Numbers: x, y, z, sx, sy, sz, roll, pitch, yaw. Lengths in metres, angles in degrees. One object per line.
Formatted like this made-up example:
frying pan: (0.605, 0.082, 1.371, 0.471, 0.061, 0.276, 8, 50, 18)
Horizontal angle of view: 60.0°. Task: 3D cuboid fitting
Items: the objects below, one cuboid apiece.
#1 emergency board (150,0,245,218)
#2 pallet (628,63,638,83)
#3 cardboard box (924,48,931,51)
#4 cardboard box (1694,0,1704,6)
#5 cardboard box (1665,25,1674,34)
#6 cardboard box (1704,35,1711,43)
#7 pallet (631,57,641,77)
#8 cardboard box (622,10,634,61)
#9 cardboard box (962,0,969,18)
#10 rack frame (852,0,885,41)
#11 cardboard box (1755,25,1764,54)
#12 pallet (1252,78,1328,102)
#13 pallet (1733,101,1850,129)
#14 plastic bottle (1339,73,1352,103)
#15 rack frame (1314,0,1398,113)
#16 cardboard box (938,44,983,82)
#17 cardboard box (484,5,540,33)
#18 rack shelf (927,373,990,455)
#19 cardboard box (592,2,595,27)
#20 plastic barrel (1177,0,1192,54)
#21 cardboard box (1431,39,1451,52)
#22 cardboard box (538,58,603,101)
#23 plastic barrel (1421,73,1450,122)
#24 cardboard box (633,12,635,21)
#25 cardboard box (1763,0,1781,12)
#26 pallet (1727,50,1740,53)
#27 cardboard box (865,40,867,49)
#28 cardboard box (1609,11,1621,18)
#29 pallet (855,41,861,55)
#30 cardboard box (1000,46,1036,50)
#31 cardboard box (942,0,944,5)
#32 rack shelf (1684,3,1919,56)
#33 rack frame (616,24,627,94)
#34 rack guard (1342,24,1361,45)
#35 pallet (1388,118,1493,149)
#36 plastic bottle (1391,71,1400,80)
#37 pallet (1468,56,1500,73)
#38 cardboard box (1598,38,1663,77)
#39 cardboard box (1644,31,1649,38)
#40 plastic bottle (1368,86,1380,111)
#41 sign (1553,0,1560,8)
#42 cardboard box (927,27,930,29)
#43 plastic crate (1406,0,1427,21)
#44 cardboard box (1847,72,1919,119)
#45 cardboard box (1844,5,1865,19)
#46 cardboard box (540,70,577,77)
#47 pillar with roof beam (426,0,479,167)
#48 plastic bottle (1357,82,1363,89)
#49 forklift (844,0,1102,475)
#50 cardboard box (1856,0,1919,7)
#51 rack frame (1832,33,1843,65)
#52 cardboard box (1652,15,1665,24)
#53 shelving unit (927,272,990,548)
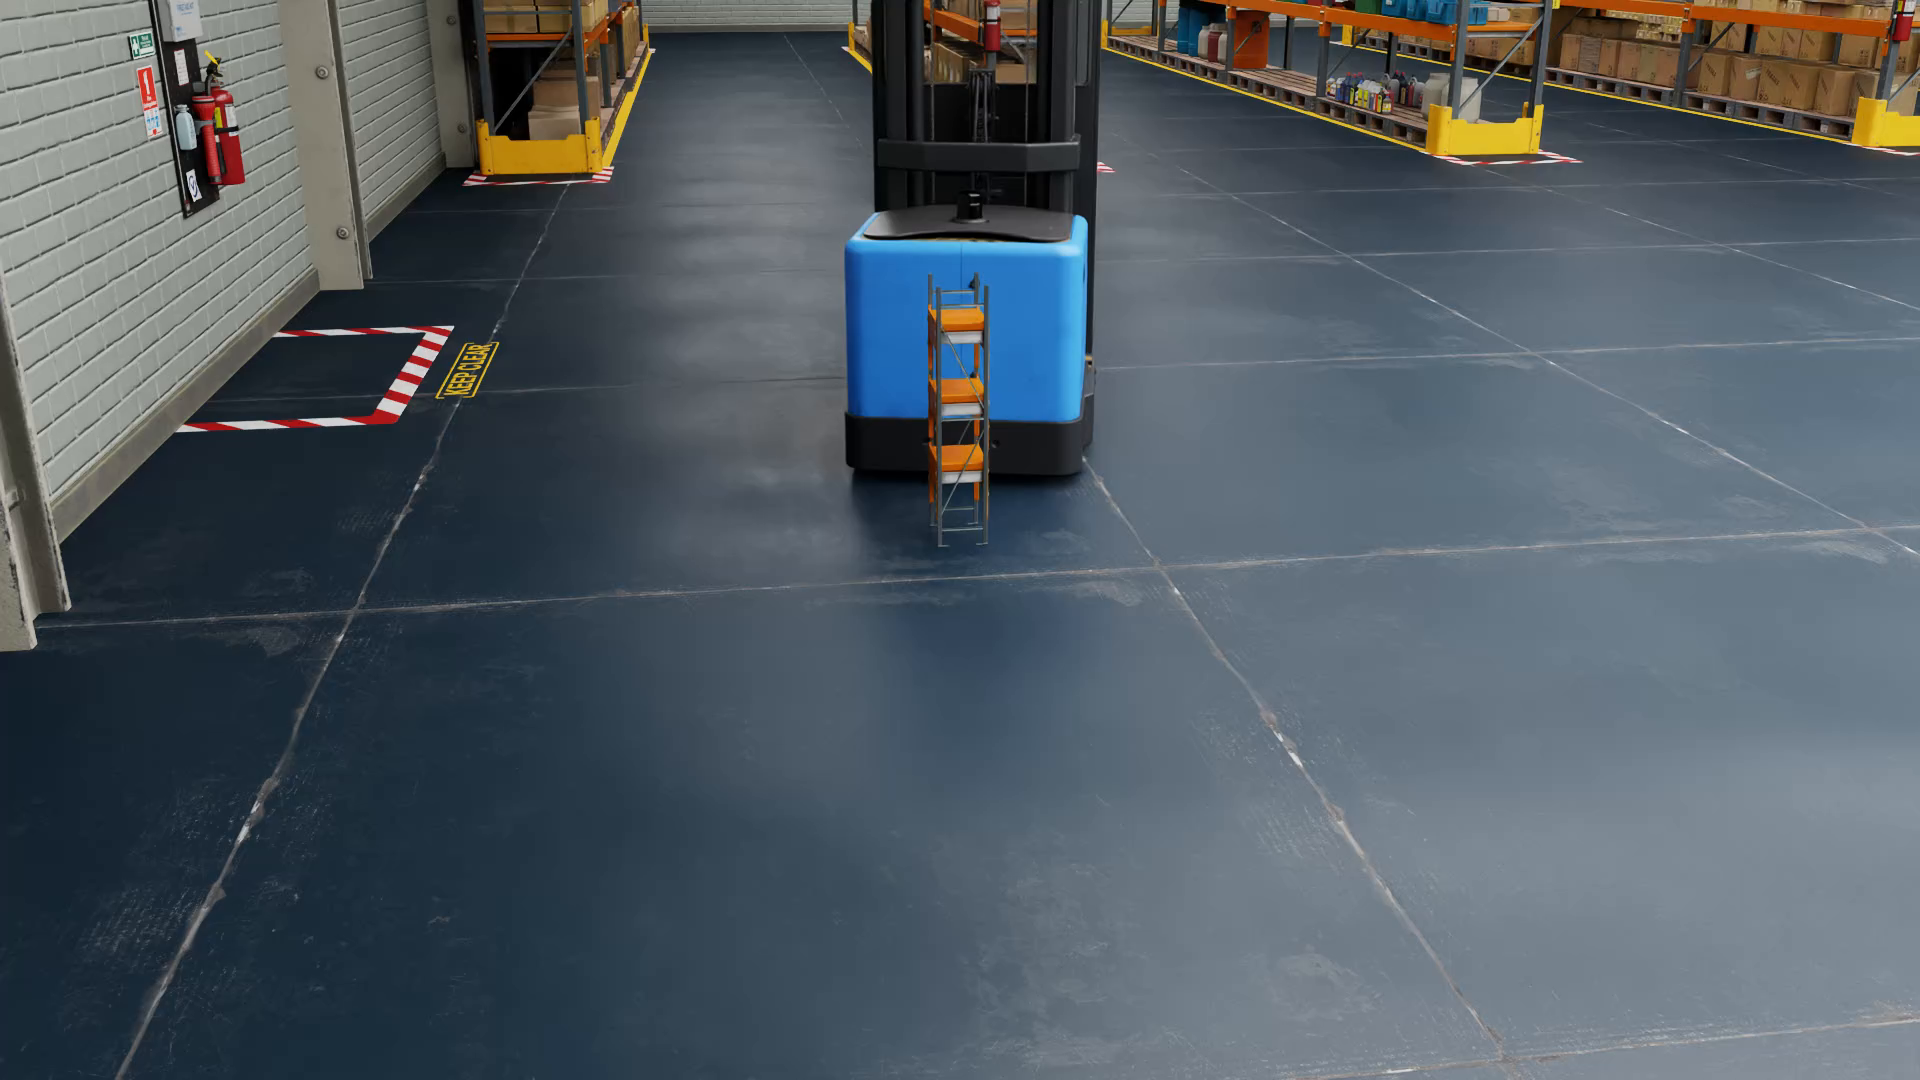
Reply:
emergency board: (-3.915, -2.310, 8.614, 0.194, 1.169, 0.643, -3, 21, -8)
pallet: (-5.507, -7.208, 25.713, 1.003, 0.211, 1.213, -3, 21, -8)
cardboard box: (-0.310, -6.332, 21.911, 0.500, 0.311, 0.500, -3, 21, -8)
cardboard box: (9.720, -6.973, 21.458, 0.380, 0.149, 0.250, -3, 21, -8)
cardboard box: (13.289, -9.444, 30.764, 0.380, 0.149, 0.250, -4, 21, -10)
cardboard box: (13.983, -9.261, 30.699, 0.380, 0.149, 0.250, -2, 21, -6)
pallet: (-5.686, -7.631, 26.846, 1.003, 0.211, 1.213, -3, 21, -8)
cardboard box: (-5.518, -7.864, 25.958, 0.750, 0.750, 0.750, -2, 21, -6)
cardboard box: (0.404, -6.219, 18.938, 0.700, 0.500, 0.500, -3, 21, -7)
rack frame: (-1.547, -10.837, 31.444, 1.000, 3.000, 0.127, -3, 21, -8)
cardboard box: (13.767, -8.558, 28.315, 0.500, 0.500, 0.500, -3, 21, -7)
pallet: (4.754, -6.318, 23.329, 1.003, 0.211, 1.213, -3, 21, -8)
pallet: (10.297, -5.220, 20.391, 1.003, 0.211, 1.213, -3, 21, -8)
plastic bottle: (4.791, -5.595, 20.568, 0.144, 0.351, 0.185, -2, 21, -6)
rack frame: (5.085, -6.931, 20.985, 1.000, 3.000, 0.127, -3, 21, -8)
cardboard box: (0.020, -5.593, 19.662, 0.500, 0.500, 0.500, -3, 21, -8)
cardboard box: (-4.401, -5.137, 16.369, 0.500, 0.250, 0.500, -3, 21, -7)
rack shelf: (-0.008, -0.500, 6.586, 0.215, 0.259, 0.240, -3, 21, -8)
cardboard box: (-3.987, -5.349, 16.937, 0.500, 0.250, 0.500, -4, 21, -9)
plastic barrel: (3.994, -8.725, 28.189, 0.600, 0.901, 0.708, -3, 21, -8)
cardboard box: (8.945, -8.931, 28.778, 1.225, 0.875, 0.875, -3, 21, -8)
cardboard box: (-4.841, -5.720, 20.688, 0.700, 0.500, 0.500, -2, 21, -6)
plastic barrel: (5.419, -4.975, 18.704, 0.421, 0.512, 0.421, 0, 20, 0)
cardboard box: (-5.747, -8.922, 28.363, 0.380, 0.149, 0.250, -2, 21, -6)
cardboard box: (9.949, -6.455, 20.070, 0.380, 0.149, 0.250, -3, 21, -8)
pallet: (13.870, -8.590, 29.413, 1.003, 0.211, 1.213, -3, 21, -8)
cardboard box: (-1.446, -8.632, 28.987, 0.380, 0.149, 0.250, -3, 21, -8)
cardboard box: (12.987, -10.309, 32.654, 0.380, 0.149, 0.250, -3, 21, -8)
pallet: (-1.420, -9.228, 31.123, 1.003, 0.211, 1.213, -3, 21, -8)
cardboard box: (0.603, -5.446, 19.268, 0.500, 0.500, 0.500, -3, 21, -8)
cardboard box: (-0.125, -6.914, 21.134, 0.396, 0.266, 0.258, -3, 21, -9)
rack shelf: (10.275, -6.151, 19.926, 1.077, 0.370, 4.000, -3, 21, -8)
rack frame: (-5.295, -7.816, 23.356, 1.000, 3.000, 0.127, -3, 21, -8)
rack guard: (8.253, -10.173, 33.238, 1.175, 0.500, 0.348, -3, 21, -8)
pallet: (5.492, -4.545, 18.583, 1.003, 0.211, 1.213, -3, 21, -8)
plastic bottle: (5.463, -5.687, 20.814, 0.144, 0.351, 0.185, -3, 21, -9)
pallet: (9.198, -7.957, 27.720, 1.003, 0.211, 1.213, -3, 21, -8)
cardboard box: (9.707, -6.982, 24.067, 0.700, 0.500, 0.500, -1, 21, -3)
cardboard box: (13.242, -9.597, 31.600, 0.380, 0.149, 0.250, -3, 21, -7)
plastic bottle: (4.934, -5.226, 19.686, 0.152, 0.276, 0.135, -3, 21, -9)
sign: (6.207, -5.702, 17.299, 0.100, 0.325, 0.005, -3, 21, -8)
cardboard box: (-0.481, -7.985, 26.753, 0.500, 0.500, 0.500, -3, 21, -7)
plastic crate: (5.206, -5.859, 18.330, 0.499, 0.251, 0.408, -3, 21, -8)
cardboard box: (10.490, -5.038, 18.891, 0.500, 0.500, 0.500, 1, 20, 2)
cardboard box: (10.195, -5.937, 18.683, 0.380, 0.149, 0.250, -3, 21, -8)
cardboard box: (-4.529, -5.109, 19.051, 0.500, 0.500, 0.500, -4, 21, -12)
pillar with roof beam: (-0.839, -8.272, 16.003, 9.100, 9.000, 0.400, -3, 21, -8)
plastic bottle: (4.876, -5.444, 20.275, 0.097, 0.271, 0.097, 0, 20, 0)
forklift: (0.148, -2.128, 8.226, 1.130, 2.935, 3.031, 2, 21, 5)
cardboard box: (10.511, -6.174, 18.390, 0.875, 0.500, 0.500, -3, 21, -8)
rack frame: (14.333, -8.781, 25.938, 1.000, 3.000, 0.127, -3, 21, -8)
cardboard box: (13.237, -9.771, 31.213, 0.380, 0.149, 0.250, -4, 21, -10)
shelving unit: (-0.008, -0.510, 6.582, 0.215, 1.050, 0.252, -3, 21, -8)
